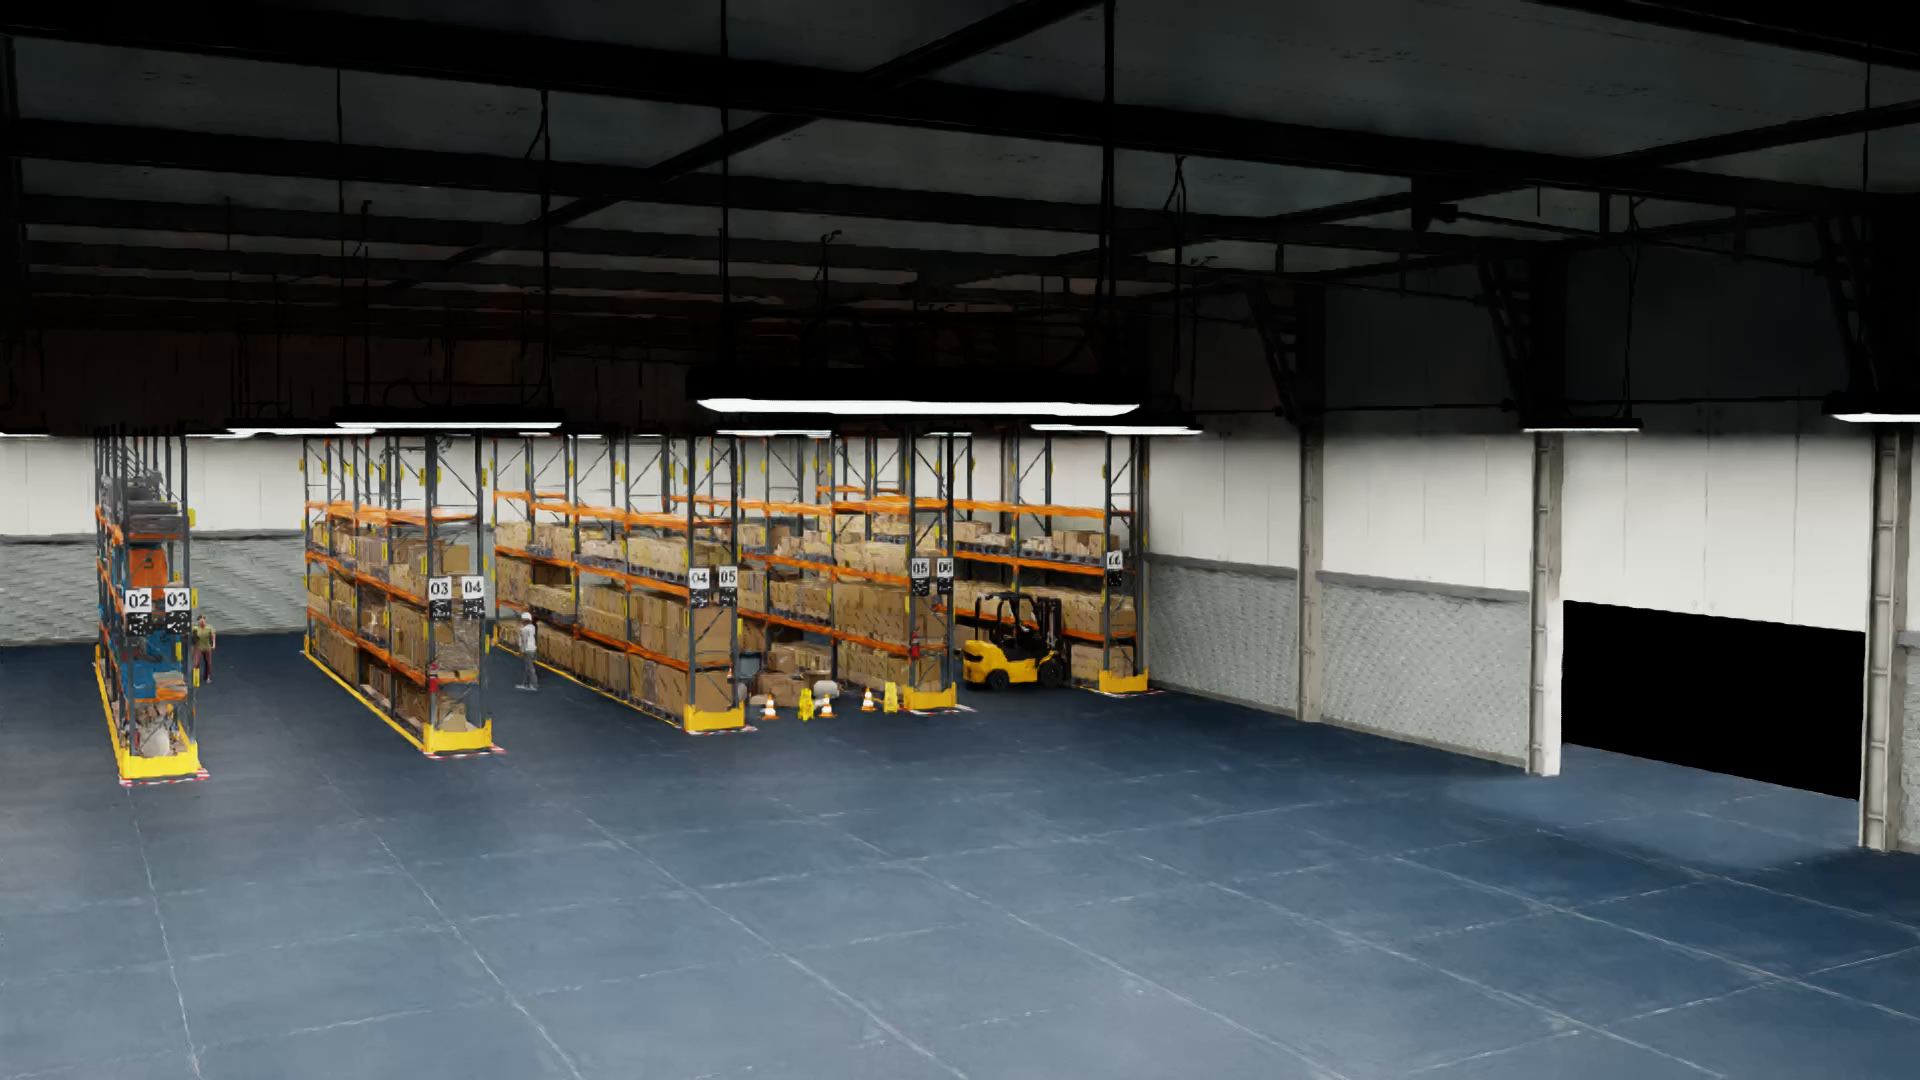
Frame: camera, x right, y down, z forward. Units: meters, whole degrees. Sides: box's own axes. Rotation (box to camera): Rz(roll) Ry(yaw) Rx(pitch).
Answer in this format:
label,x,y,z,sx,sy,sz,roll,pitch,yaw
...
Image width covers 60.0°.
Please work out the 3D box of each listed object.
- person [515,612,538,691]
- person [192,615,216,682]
label,x,y,z,sx,sy,sz,roll,pitch,yaw
person,-9.890,2.529,37.903,0.575,1.768,0.634,0,3,-2
person,-17.830,2.552,39.119,0.598,1.619,0.507,-2,4,-31
